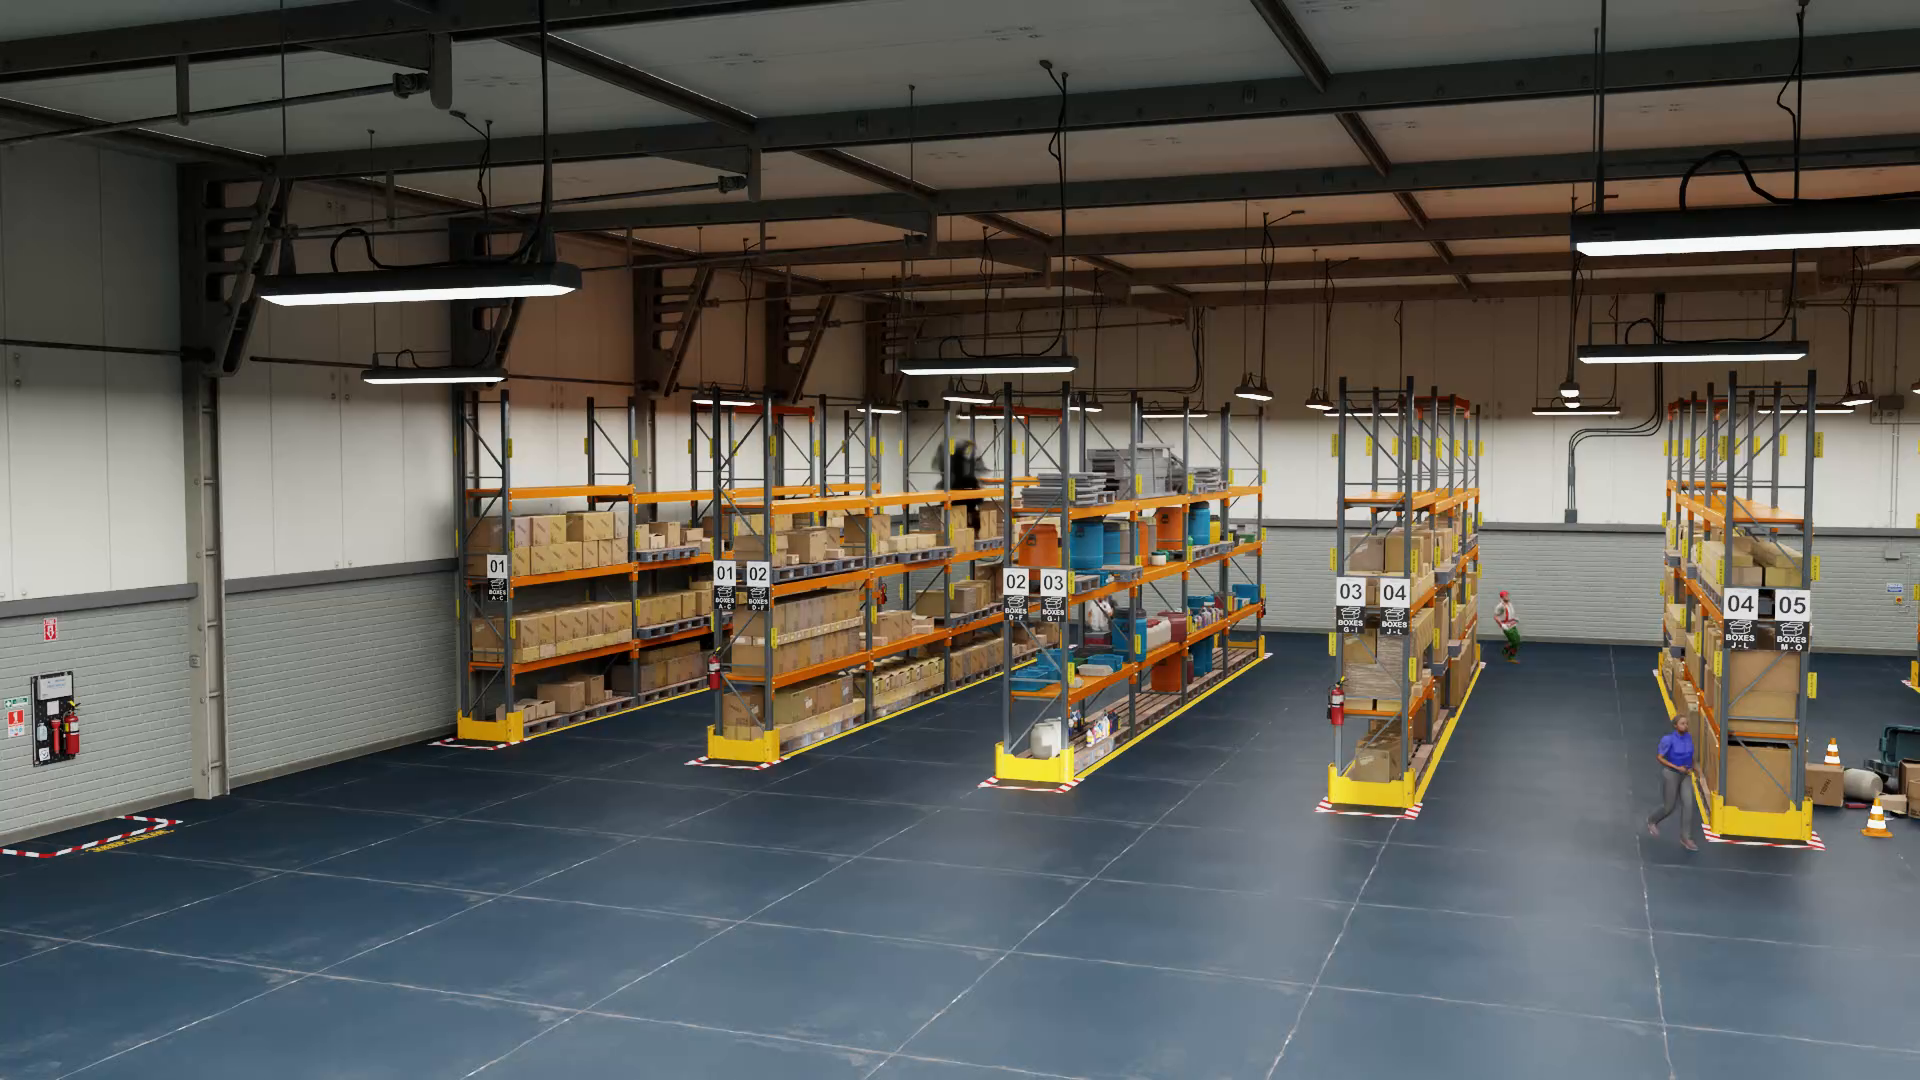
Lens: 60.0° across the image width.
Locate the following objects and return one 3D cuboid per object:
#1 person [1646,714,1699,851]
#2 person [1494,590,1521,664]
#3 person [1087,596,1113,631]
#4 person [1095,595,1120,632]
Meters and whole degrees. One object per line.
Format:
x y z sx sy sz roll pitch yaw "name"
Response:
9.053 3.023 21.023 0.599 1.670 0.807 -1 3 -15 "person"
12.749 2.024 38.667 0.693 1.720 0.531 -2 4 -37 "person"
3.291 2.027 39.226 0.620 1.631 0.752 0 3 8 "person"
3.541 1.950 40.331 0.677 1.667 0.612 0 3 0 "person"
